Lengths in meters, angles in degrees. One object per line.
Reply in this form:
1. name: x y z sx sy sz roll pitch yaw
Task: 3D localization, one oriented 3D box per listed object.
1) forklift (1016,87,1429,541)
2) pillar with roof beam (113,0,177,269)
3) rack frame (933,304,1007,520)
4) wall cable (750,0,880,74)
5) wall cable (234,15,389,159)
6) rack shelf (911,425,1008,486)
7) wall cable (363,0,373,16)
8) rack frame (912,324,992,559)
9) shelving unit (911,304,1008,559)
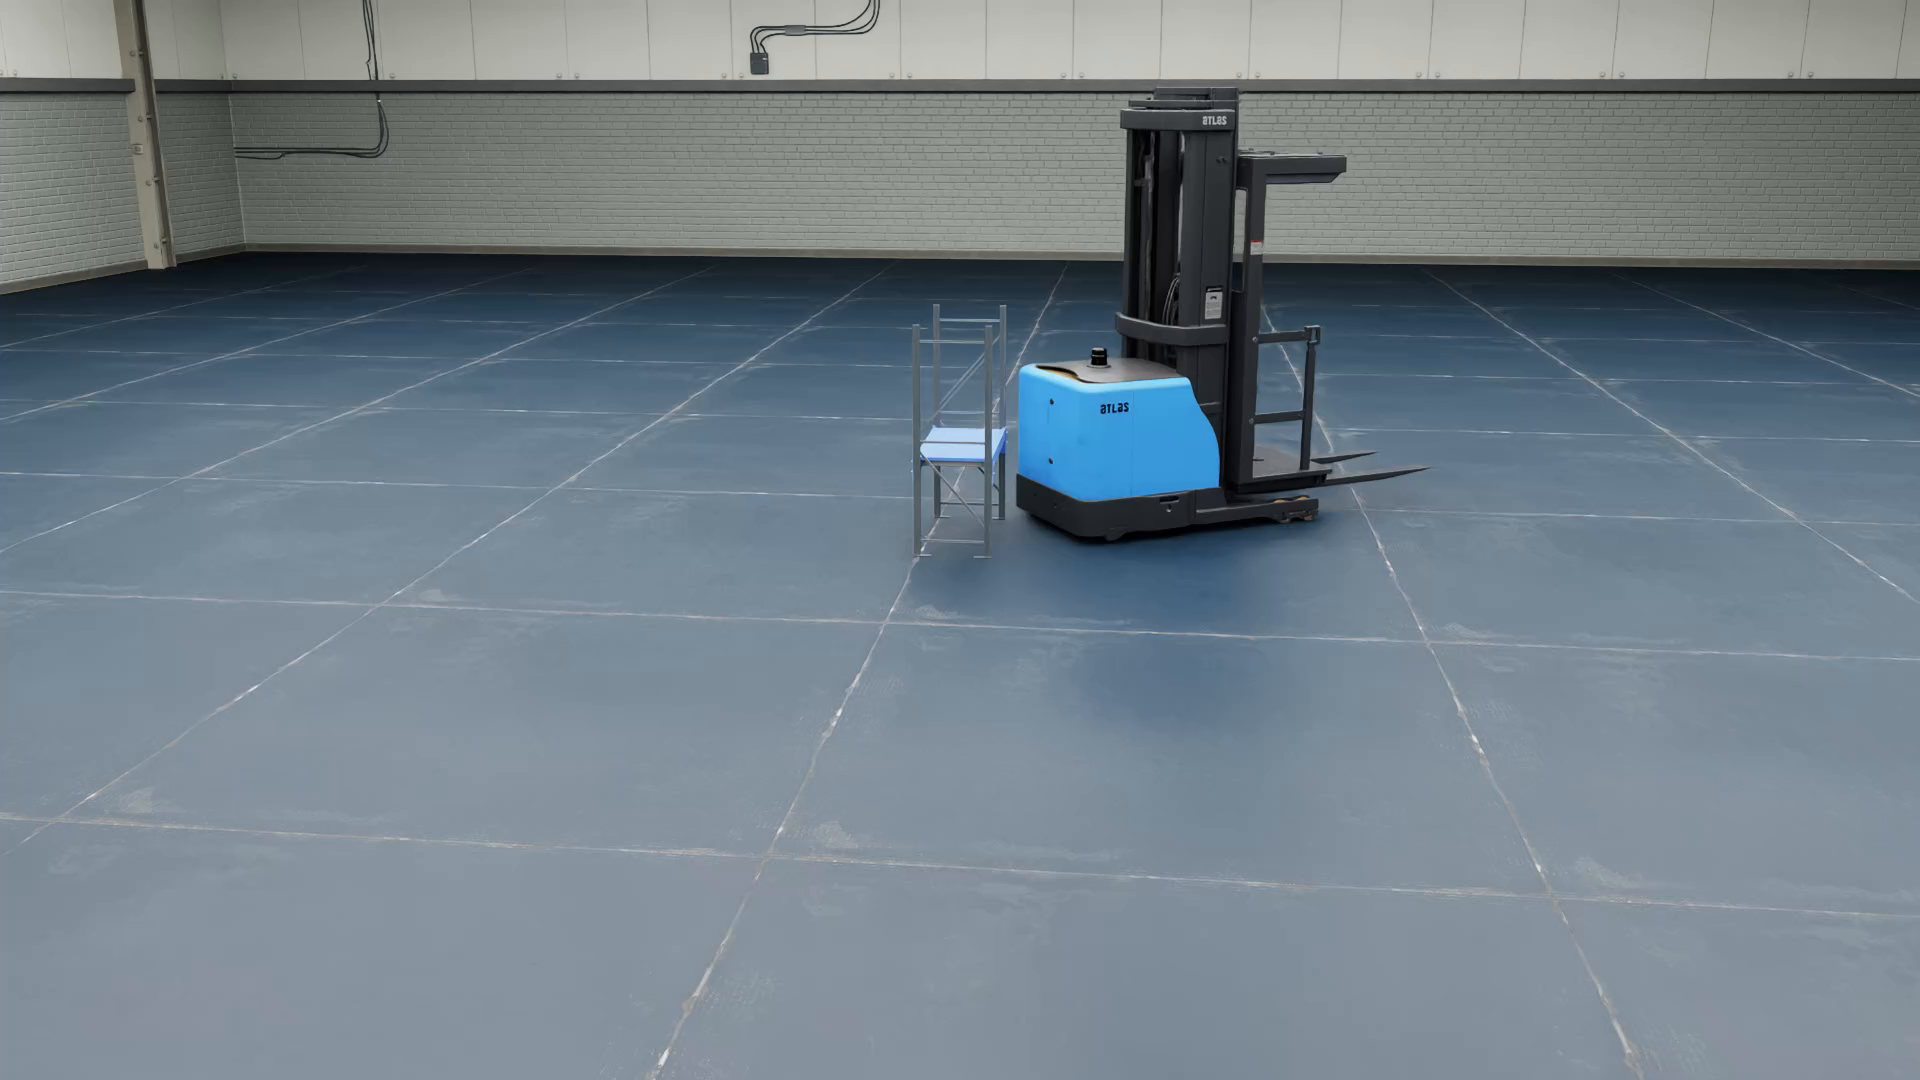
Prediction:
1. forklift: 1.955 -1.647 11.636 3.031 2.935 1.130 -7 17 -24
2. pillar with roof beam: -9.332 -8.865 26.709 9.100 9.000 0.400 2 15 6
3. rack frame: 0.067 -0.878 11.536 0.500 1.500 0.032 2 15 6
4. wall cable: -2.533 -11.075 28.366 2.305 6.003 0.169 2 15 6
5. wall cable: -11.964 -8.218 30.265 3.097 2.526 0.112 2 15 6
6. rack shelf: 0.010 -0.572 11.095 0.538 0.185 1.000 2 15 6
7. wall cable: -9.276 -10.577 29.311 3.097 2.526 0.112 2 15 6
8. rack frame: -0.048 -0.614 10.561 0.500 1.500 0.032 2 15 6
9. shelving unit: 0.010 -0.746 11.048 0.538 1.500 1.048 2 15 6
